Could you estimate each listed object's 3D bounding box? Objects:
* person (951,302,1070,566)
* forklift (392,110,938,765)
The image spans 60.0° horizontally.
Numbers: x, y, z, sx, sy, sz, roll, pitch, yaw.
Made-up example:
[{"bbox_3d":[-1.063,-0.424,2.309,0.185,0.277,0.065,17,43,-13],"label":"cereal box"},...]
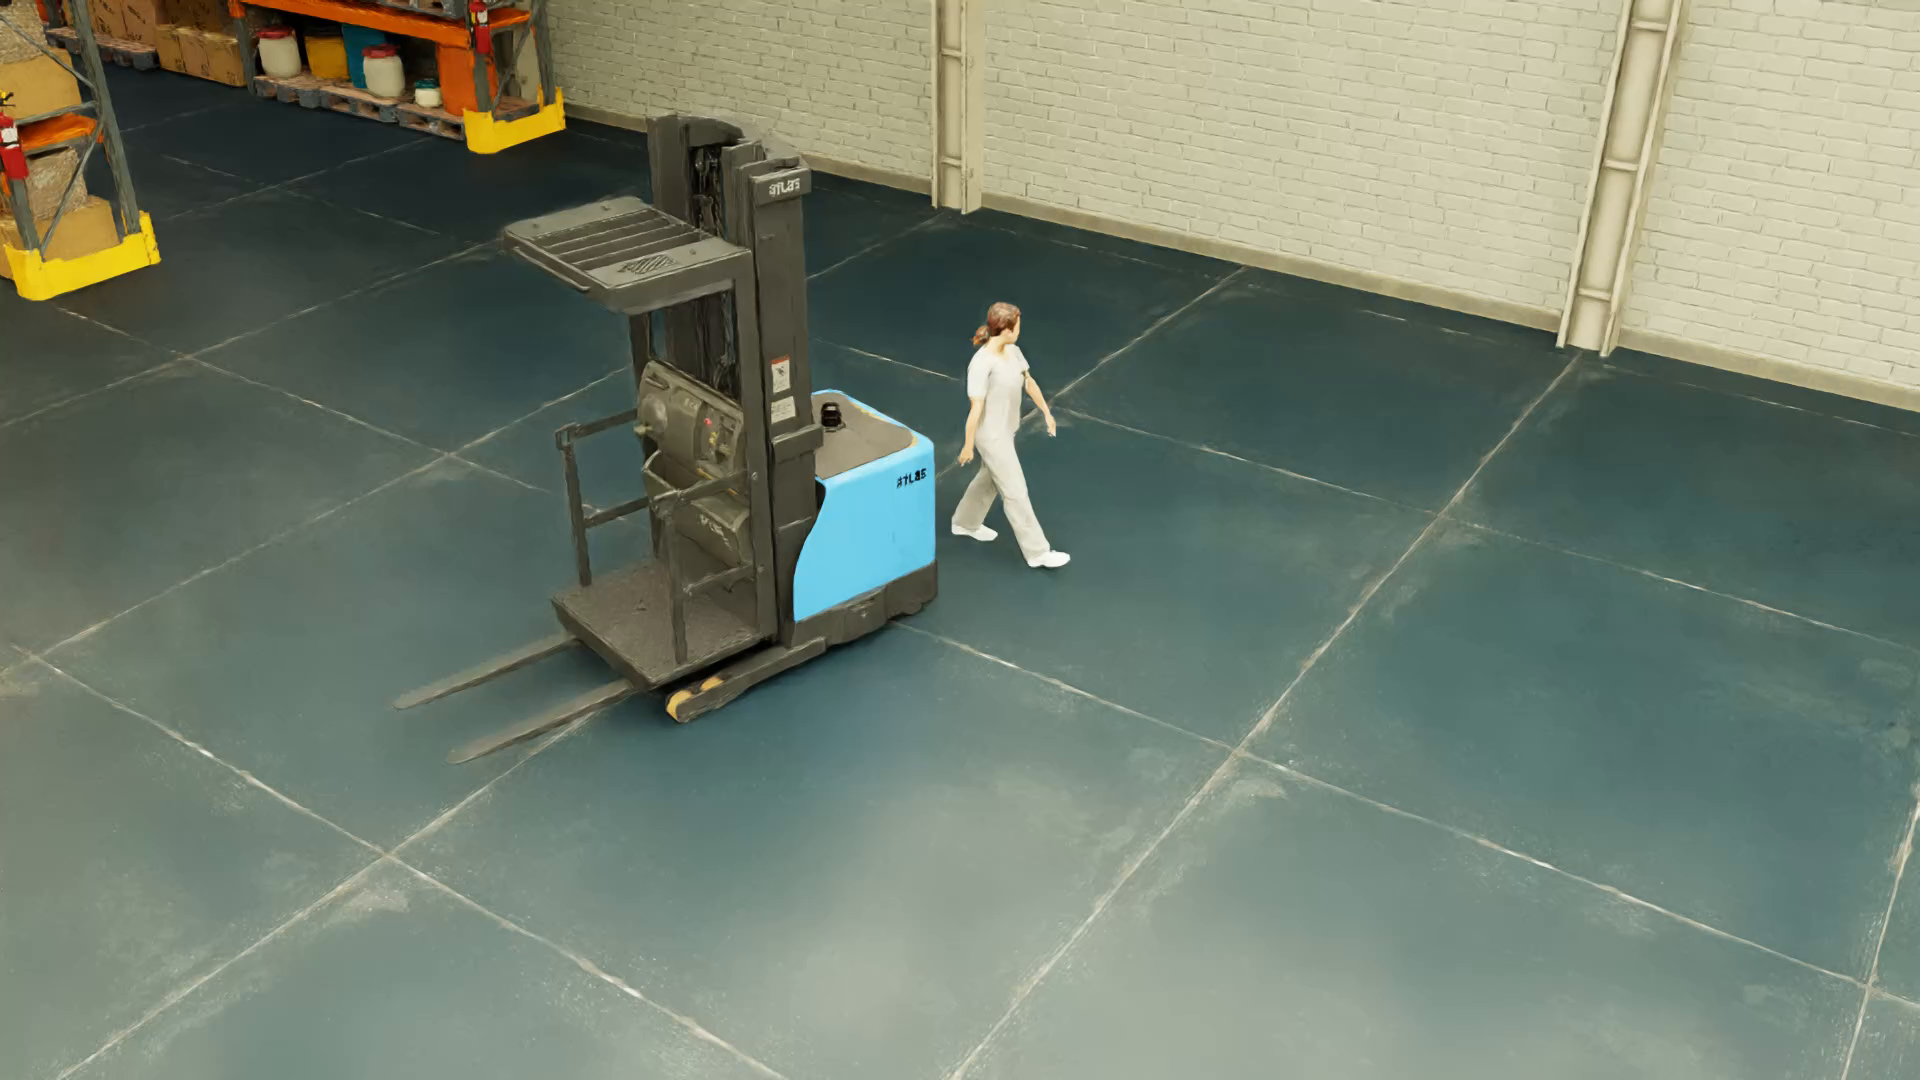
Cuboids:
[{"bbox_3d":[0.308,-0.625,9.961,0.871,1.629,0.573,12,32,19],"label":"person"},{"bbox_3d":[-1.575,-0.597,8.609,3.031,2.935,1.130,-23,37,-34],"label":"forklift"}]
